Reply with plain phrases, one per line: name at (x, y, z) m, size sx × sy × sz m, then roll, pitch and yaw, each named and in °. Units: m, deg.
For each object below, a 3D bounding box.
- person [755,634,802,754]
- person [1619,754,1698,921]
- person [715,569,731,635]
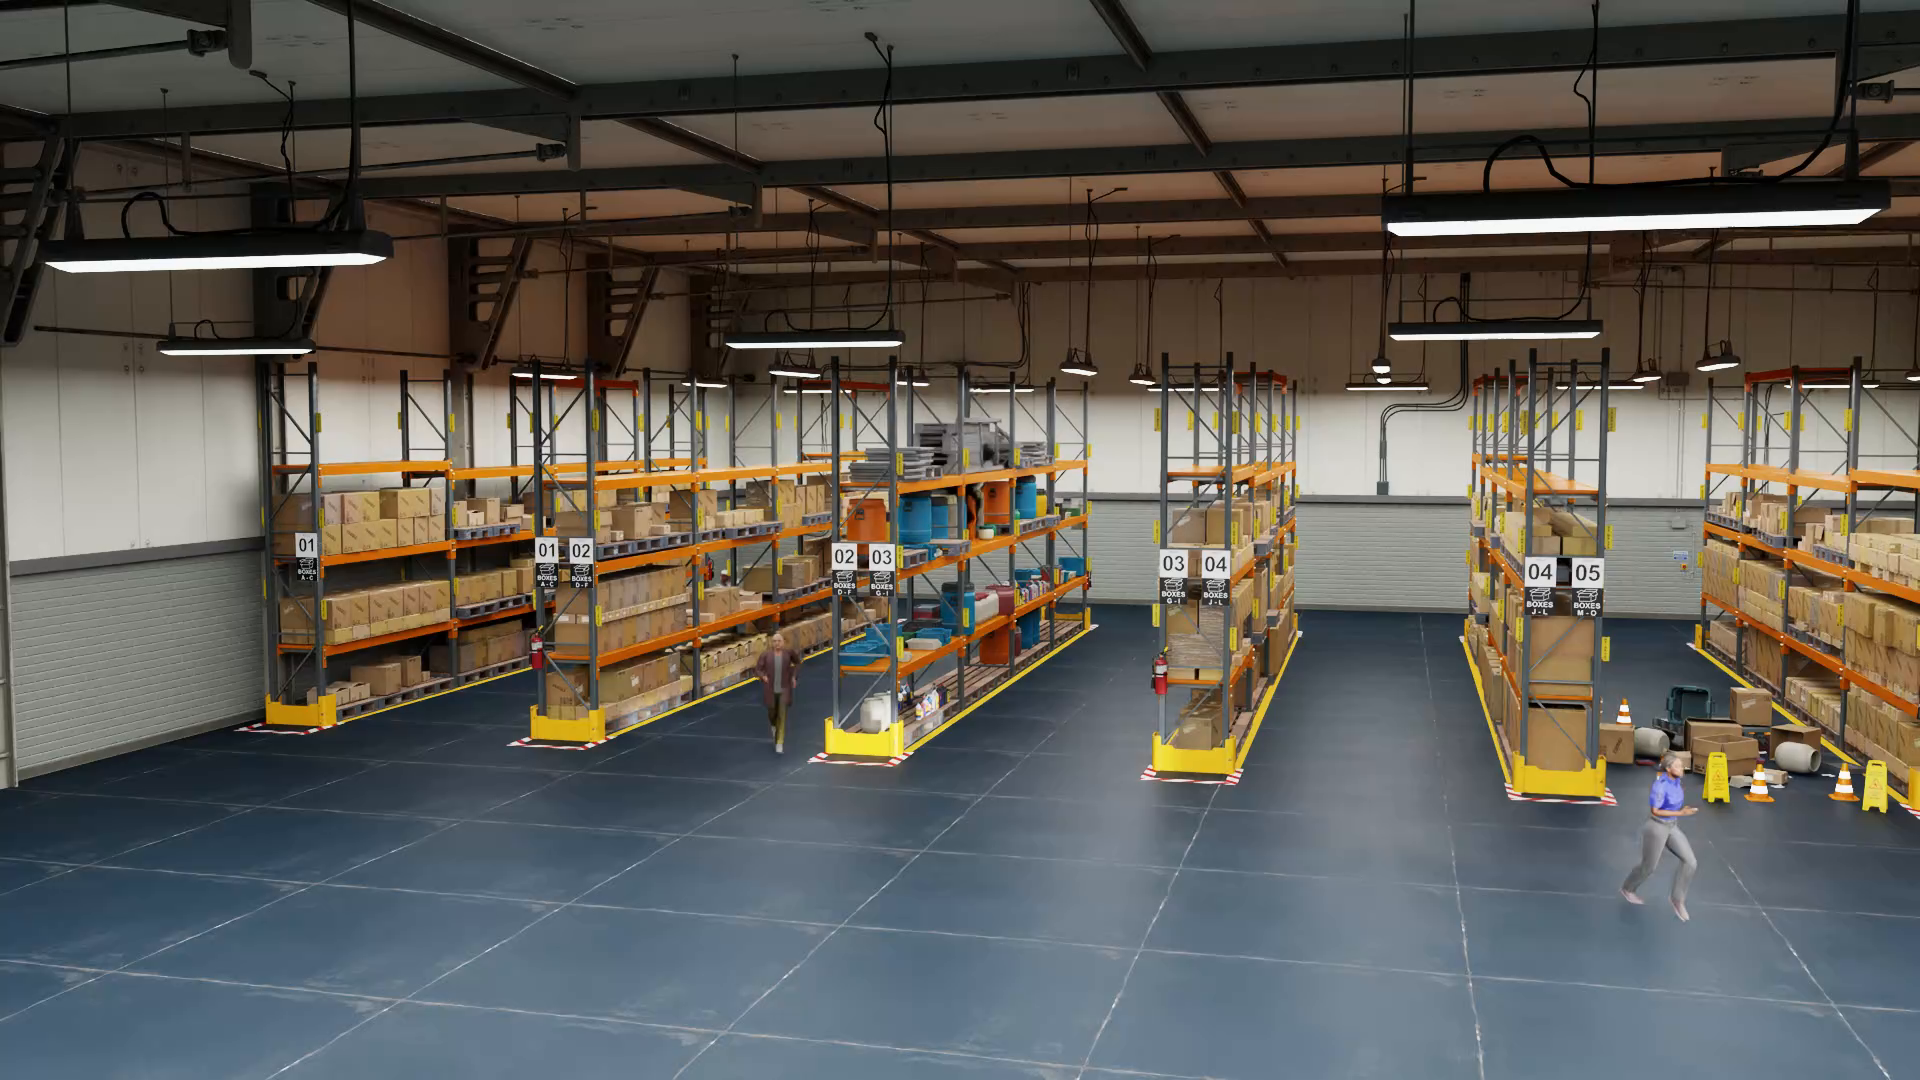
person at (-2.798, 2.331, 25.625) m, size 0.714 × 1.797 × 0.994 m, roll 0°, pitch 4°, yaw -5°
person at (7.131, 2.996, 16.949) m, size 0.599 × 1.688 × 0.835 m, roll -3°, pitch 5°, yaw -37°
person at (-5.267, 1.523, 36.982) m, size 0.648 × 1.730 × 0.619 m, roll 1°, pitch 4°, yaw 14°
